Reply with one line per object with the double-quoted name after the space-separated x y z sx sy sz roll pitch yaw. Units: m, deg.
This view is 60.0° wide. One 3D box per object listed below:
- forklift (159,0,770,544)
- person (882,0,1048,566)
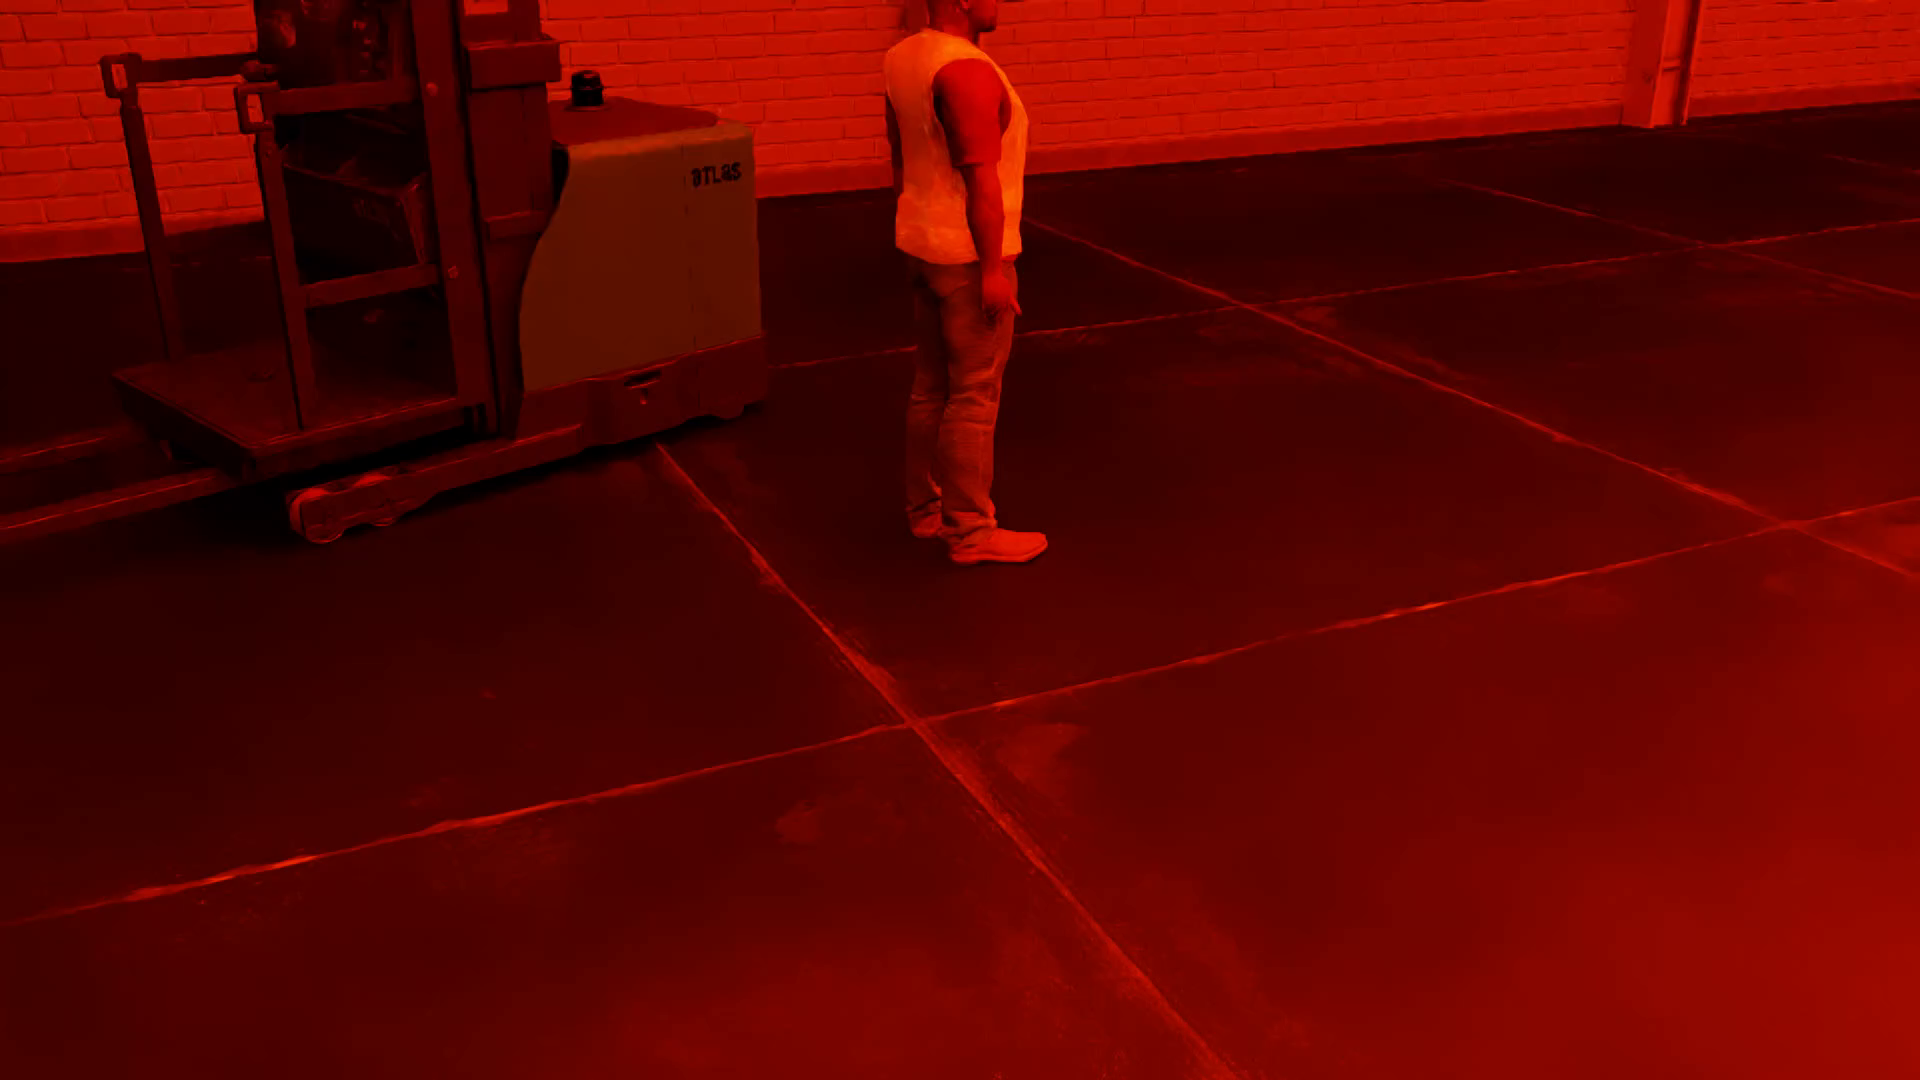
-1.725 -1.673 5.428 1.129 2.843 1.939 21 30 41 "forklift"
0.012 -0.819 4.774 0.366 1.771 0.559 -10 25 -23 "person"
